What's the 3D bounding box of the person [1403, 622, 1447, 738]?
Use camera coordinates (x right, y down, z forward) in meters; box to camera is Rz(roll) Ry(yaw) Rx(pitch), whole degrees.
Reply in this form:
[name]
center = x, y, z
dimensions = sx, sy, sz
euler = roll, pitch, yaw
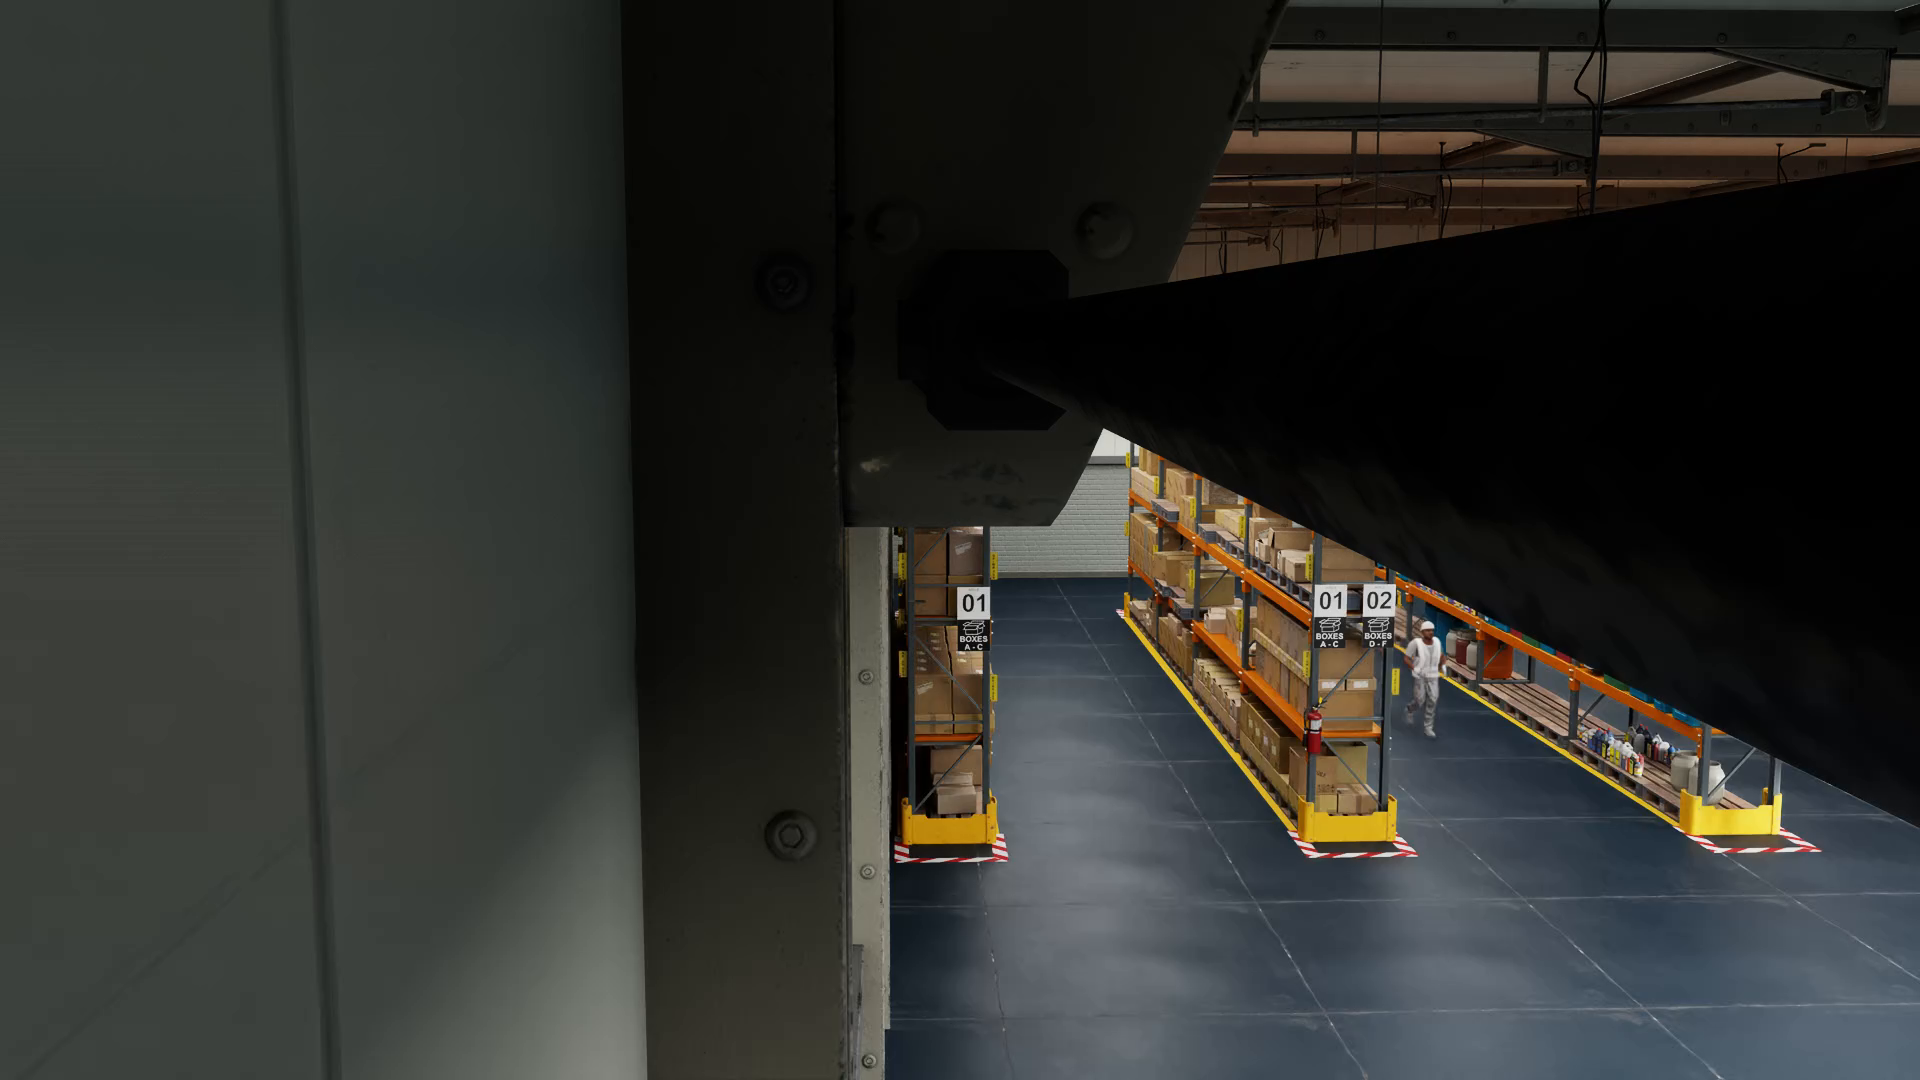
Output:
[person]
center = 7.263, 2.140, 25.982
dimensions = 0.709, 1.775, 0.770
euler = -1, 7, -10
